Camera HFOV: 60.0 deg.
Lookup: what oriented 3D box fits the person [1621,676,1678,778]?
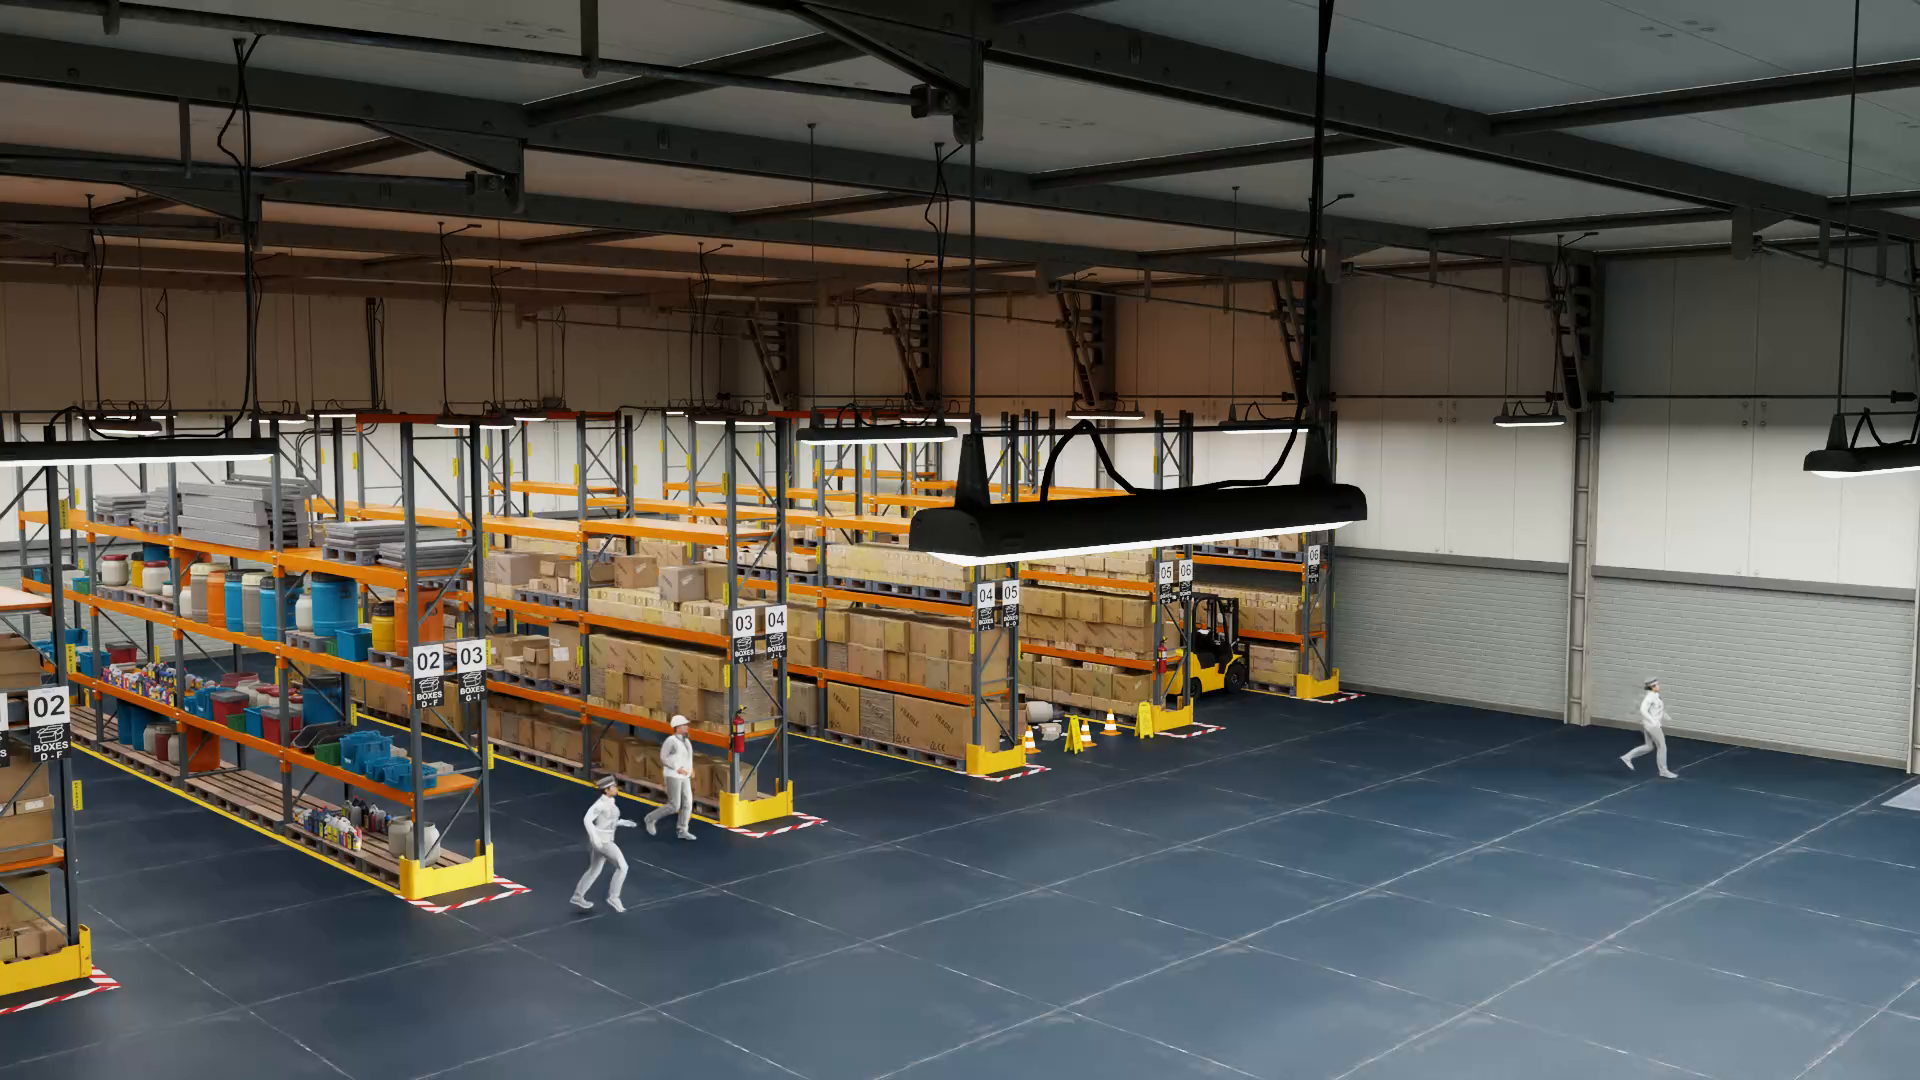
[{"bbox_3d":[11.453,3.085,27.546,0.863,1.683,0.627,2,5,17],"label":"person"}]

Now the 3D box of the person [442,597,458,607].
[{"bbox_3d":[-12.275,2.081,39.245,0.988,1.736,0.671,2,5,24],"label":"person"}]

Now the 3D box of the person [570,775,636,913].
[{"bbox_3d":[-4.382,3.735,20.404,0.810,1.727,0.534,-1,5,-12],"label":"person"}]

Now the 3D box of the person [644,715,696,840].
[{"bbox_3d":[-4.061,3.385,23.892,0.768,1.742,0.707,2,5,21],"label":"person"}]
